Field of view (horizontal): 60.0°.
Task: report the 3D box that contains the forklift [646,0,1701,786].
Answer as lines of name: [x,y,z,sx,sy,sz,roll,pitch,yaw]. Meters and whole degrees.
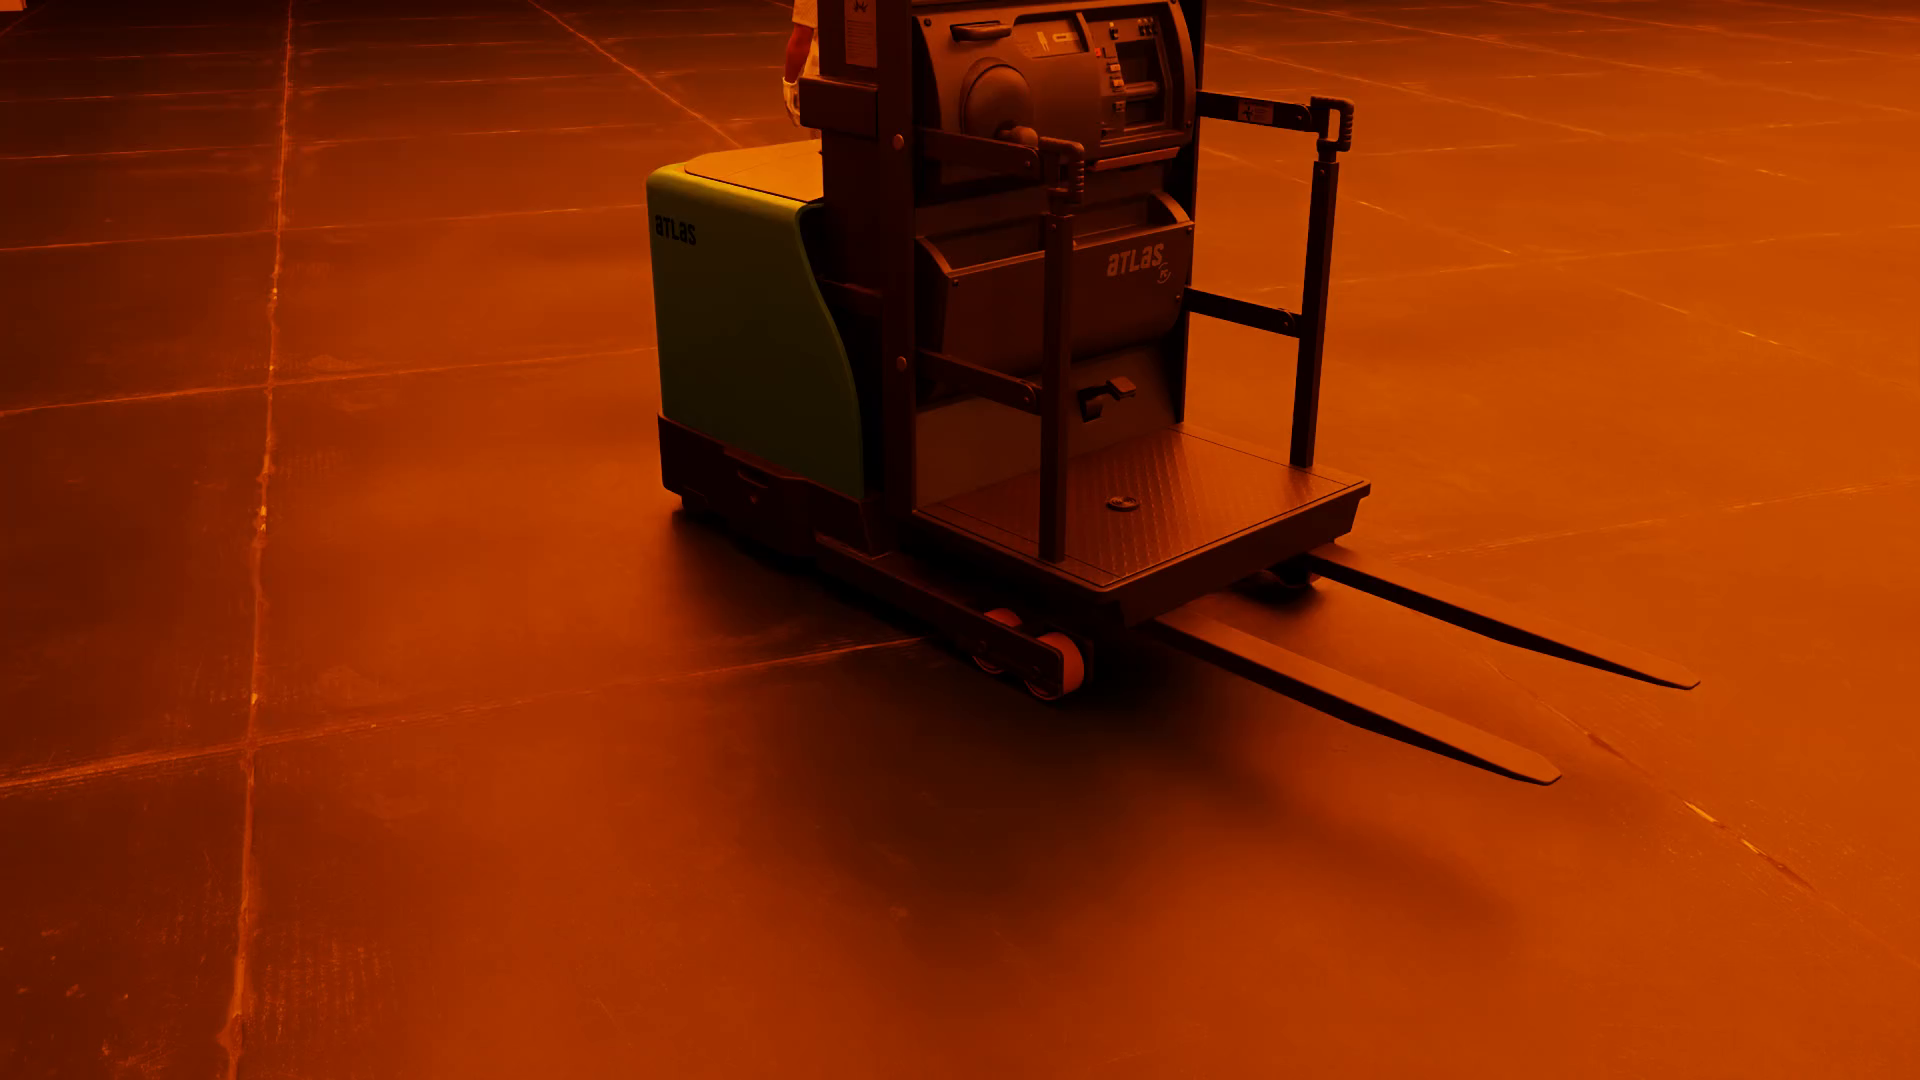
forklift: [0.409,-1.176,4.096,1.130,2.935,3.031,-19,30,-38]

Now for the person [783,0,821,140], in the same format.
person: [-0.565,-2.188,7.964,0.657,1.783,0.577,-13,26,-27]
